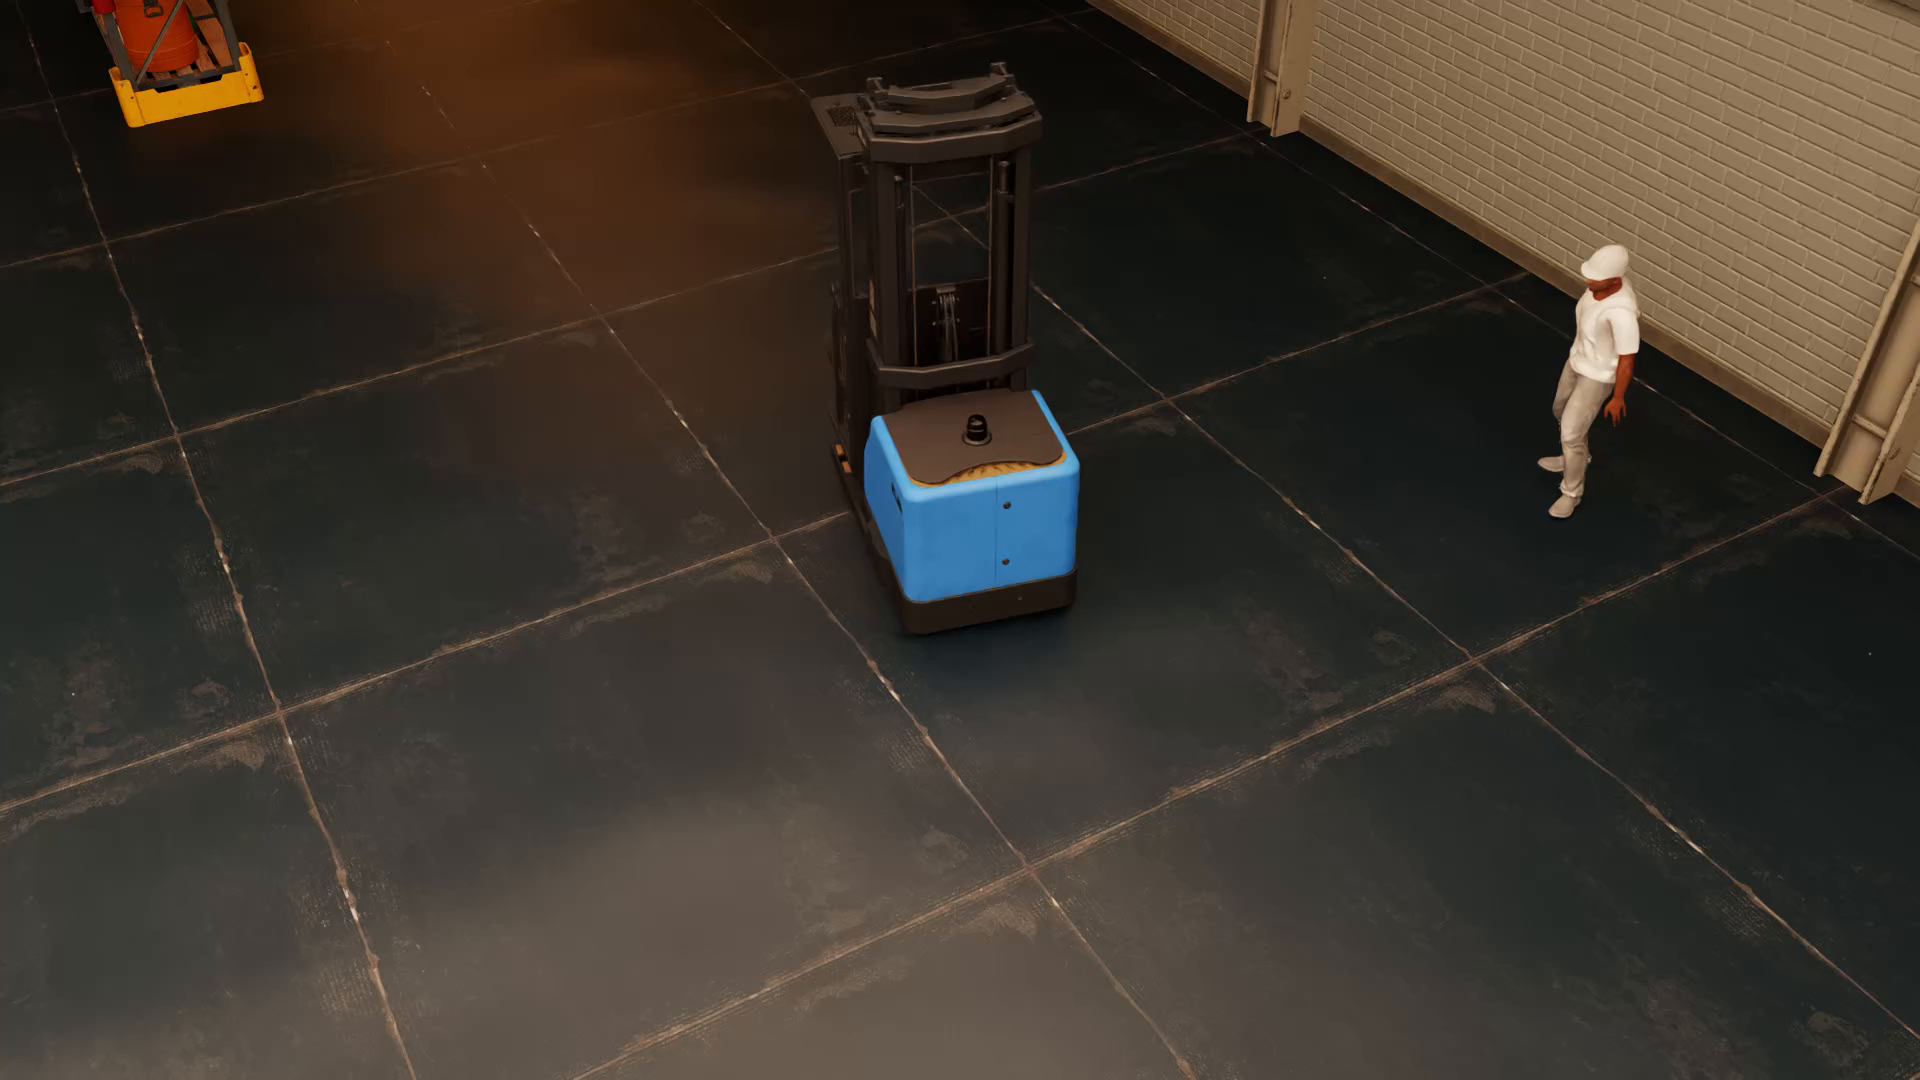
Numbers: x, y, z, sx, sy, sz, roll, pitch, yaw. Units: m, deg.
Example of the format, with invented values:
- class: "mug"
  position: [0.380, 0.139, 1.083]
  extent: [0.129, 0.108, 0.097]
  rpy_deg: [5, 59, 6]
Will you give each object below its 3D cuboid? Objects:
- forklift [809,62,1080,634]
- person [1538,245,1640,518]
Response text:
- class: "forklift"
  position: [-0.217, -1.536, 9.887]
  extent: [1.130, 2.935, 3.031]
  rpy_deg: [-10, 41, -12]
- class: "person"
  position: [3.881, -1.062, 10.262]
  extent: [0.461, 1.731, 0.883]
  rpy_deg: [1, 40, 1]
